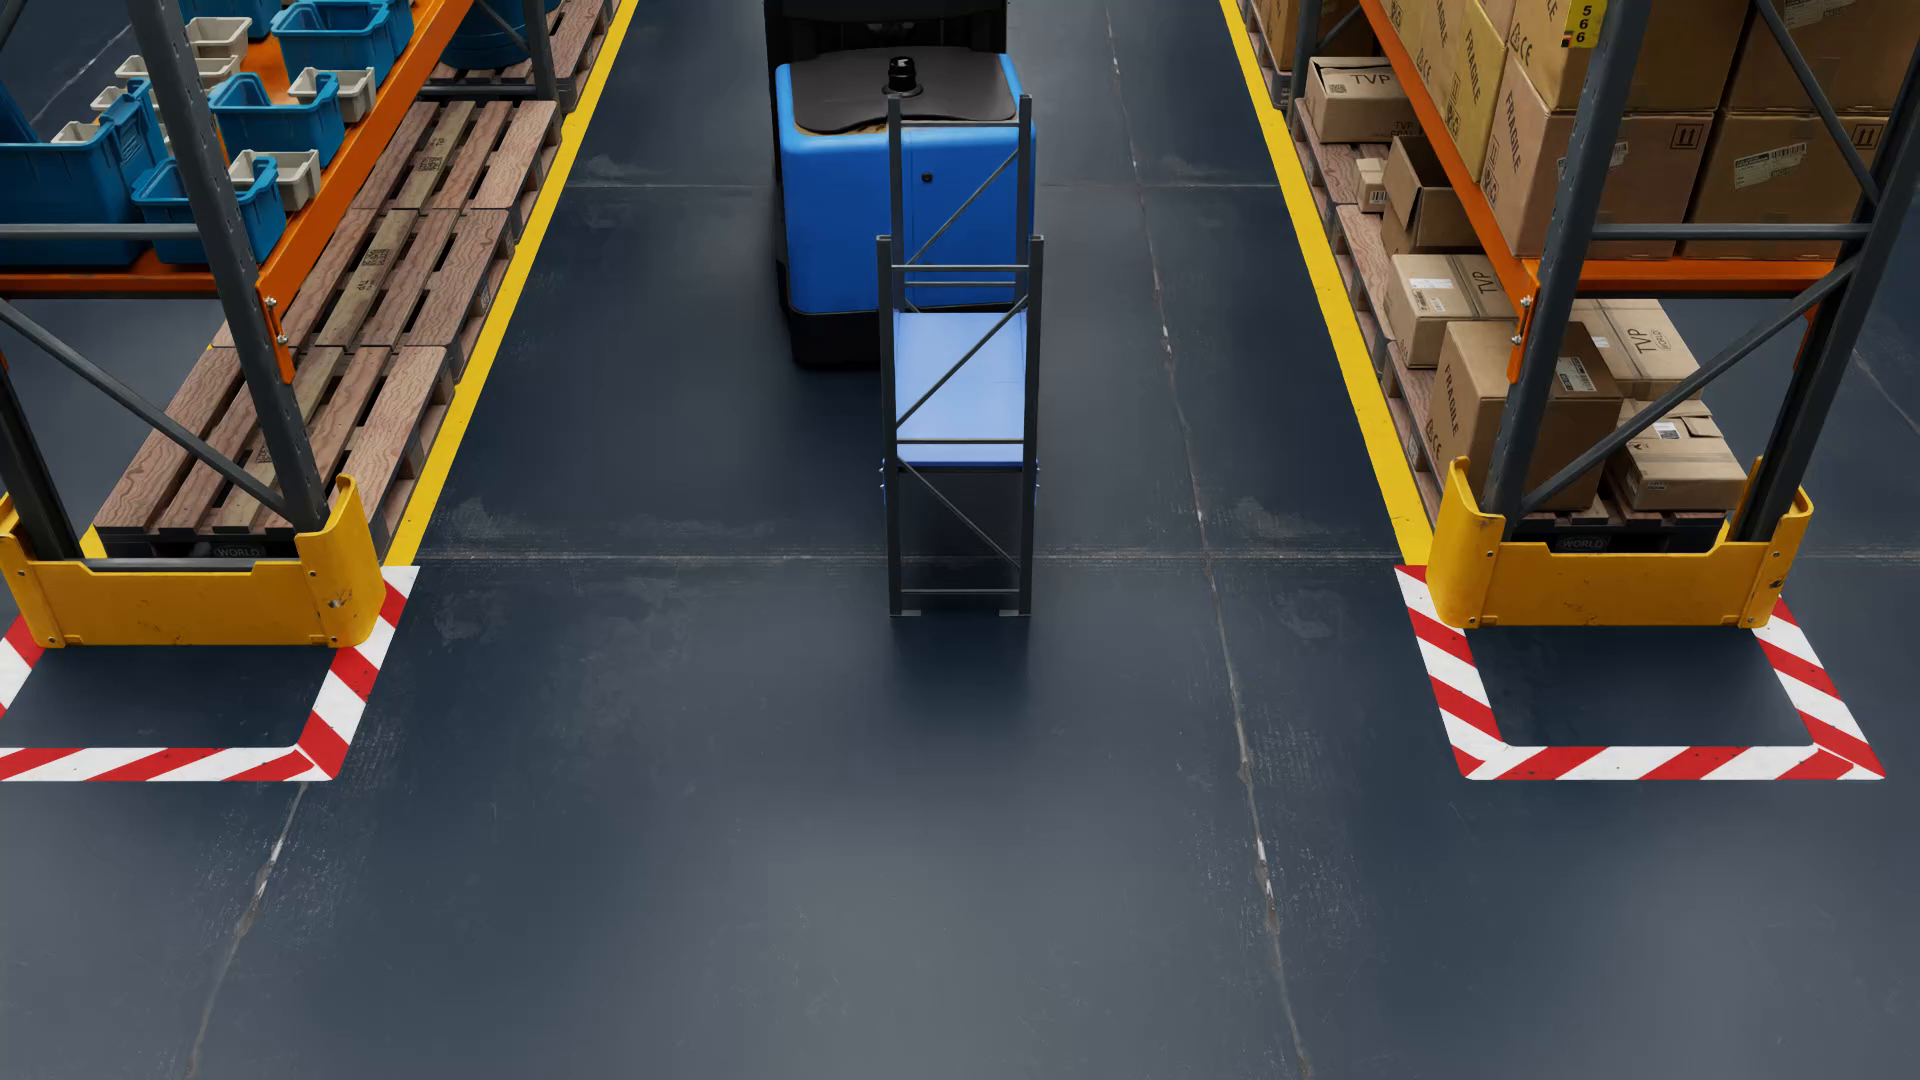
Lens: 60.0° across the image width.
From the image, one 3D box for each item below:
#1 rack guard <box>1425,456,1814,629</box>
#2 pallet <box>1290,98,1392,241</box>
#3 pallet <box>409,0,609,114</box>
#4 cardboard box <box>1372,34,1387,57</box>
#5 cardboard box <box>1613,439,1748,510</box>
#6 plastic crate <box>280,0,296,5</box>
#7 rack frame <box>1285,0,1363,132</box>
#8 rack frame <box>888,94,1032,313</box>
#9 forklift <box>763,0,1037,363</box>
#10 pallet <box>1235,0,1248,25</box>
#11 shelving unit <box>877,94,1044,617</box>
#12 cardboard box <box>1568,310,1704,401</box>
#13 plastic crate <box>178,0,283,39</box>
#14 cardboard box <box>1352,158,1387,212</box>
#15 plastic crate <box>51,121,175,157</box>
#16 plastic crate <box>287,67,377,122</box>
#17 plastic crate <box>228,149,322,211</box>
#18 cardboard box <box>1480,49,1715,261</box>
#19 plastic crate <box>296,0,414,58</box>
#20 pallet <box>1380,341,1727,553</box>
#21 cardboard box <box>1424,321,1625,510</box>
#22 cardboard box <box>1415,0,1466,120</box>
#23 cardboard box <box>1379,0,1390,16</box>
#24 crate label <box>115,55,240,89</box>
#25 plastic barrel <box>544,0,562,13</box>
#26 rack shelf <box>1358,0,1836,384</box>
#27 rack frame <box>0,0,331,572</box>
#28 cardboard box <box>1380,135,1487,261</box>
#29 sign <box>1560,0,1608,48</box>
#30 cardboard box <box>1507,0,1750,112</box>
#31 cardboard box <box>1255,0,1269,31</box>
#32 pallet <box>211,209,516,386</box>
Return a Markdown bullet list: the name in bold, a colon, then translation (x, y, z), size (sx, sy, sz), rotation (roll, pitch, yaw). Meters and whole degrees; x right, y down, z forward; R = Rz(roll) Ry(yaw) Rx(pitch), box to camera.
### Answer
- **rack guard**: translation (2.285, 0.009, 5.839), size (1.175, 0.500, 0.348), rotation (0, 39, 0)
- **pallet**: translation (2.281, -1.902, 8.455), size (1.003, 0.211, 1.213), rotation (0, 39, 0)
- **pallet**: translation (-2.632, -2.813, 9.592), size (1.003, 0.211, 1.213), rotation (0, 39, 0)
- **cardboard box**: translation (2.524, -2.919, 9.141), size (0.500, 0.500, 0.500), rotation (-2, 39, -2)
- **cardboard box**: translation (2.629, -0.240, 6.079), size (0.380, 0.149, 0.250), rotation (0, 39, 0)
- **plastic crate**: translation (-2.855, -2.441, 6.944), size (0.437, 0.282, 0.530), rotation (0, 39, 0)
- **rack frame**: translation (2.281, -3.420, 8.119), size (1.000, 3.000, 0.127), rotation (0, 39, 0)
- **rack frame**: translation (-0.001, -0.956, 6.244), size (0.500, 1.500, 0.032), rotation (0, 39, 0)
- **forklift**: translation (-0.363, -2.809, 7.411), size (1.130, 2.935, 3.031), rotation (-4, 39, -5)
- **pallet**: translation (2.238, -3.605, 10.580), size (1.003, 0.211, 1.213), rotation (0, 39, 0)
- **shelving unit**: translation (0.000, -0.639, 5.848), size (0.538, 1.500, 1.048), rotation (0, 39, 0)
- **cardboard box**: translation (2.568, -0.670, 6.535), size (0.500, 0.250, 0.500), rotation (0, 39, 0)
- **plastic crate**: translation (-2.927, -2.160, 6.632), size (0.416, 0.233, 0.300), rotation (0, 39, 0)
- **cardboard box**: translation (2.076, -1.683, 7.865), size (0.380, 0.166, 0.250), rotation (0, 39, 0)
- **plastic crate**: translation (-2.850, -1.348, 5.696), size (0.396, 0.136, 0.243), rotation (0, 39, 0)
- **plastic crate**: translation (-2.257, -1.618, 6.033), size (0.250, 0.136, 0.298), rotation (0, 39, 0)
- **plastic crate**: translation (-2.257, -1.193, 5.503), size (0.250, 0.136, 0.298), rotation (0, 39, 0)
- **cardboard box**: translation (2.013, -1.238, 5.316), size (0.500, 0.500, 0.500), rotation (1, 39, 1)
- **plastic crate**: translation (-2.341, -2.041, 6.485), size (0.416, 0.233, 0.300), rotation (0, 39, 0)
- **pallet**: translation (2.283, -0.377, 6.551), size (1.003, 0.211, 1.213), rotation (0, 39, 0)
- **cardboard box**: translation (2.038, -0.455, 6.066), size (0.500, 0.500, 0.500), rotation (0, 39, 0)
- **cardboard box**: translation (2.013, -1.874, 6.110), size (0.500, 0.500, 0.500), rotation (0, 39, 0)
- **cardboard box**: translation (2.011, -2.507, 6.900), size (0.500, 0.500, 0.500), rotation (0, 39, 0)
- **crate label**: translation (-2.861, -1.703, 6.140), size (0.396, 0.136, 0.243), rotation (0, 39, 0)
- **plastic barrel**: translation (-2.657, -3.547, 9.620), size (0.600, 0.901, 0.708), rotation (0, 39, 0)
- **rack shelf**: translation (2.283, -1.889, 6.784), size (1.077, 0.370, 4.000), rotation (0, 39, 0)
- **rack frame**: translation (-2.668, -0.918, 4.996), size (1.000, 3.000, 0.127), rotation (0, 39, 0)
- **cardboard box**: translation (2.288, -1.443, 7.296), size (0.797, 0.503, 0.637), rotation (0, 39, 0)
- **sign**: translation (1.730, -1.506, 4.552), size (0.100, 0.325, 0.005), rotation (0, 39, 0)
- **cardboard box**: translation (2.010, -1.626, 5.001), size (0.500, 0.500, 0.500), rotation (0, 39, 0)
- **cardboard box**: translation (2.001, -3.234, 9.534), size (0.500, 0.500, 0.500), rotation (0, 39, 0)
- **pallet**: translation (-2.629, -1.106, 7.462), size (1.003, 0.211, 1.213), rotation (0, 39, 0)
